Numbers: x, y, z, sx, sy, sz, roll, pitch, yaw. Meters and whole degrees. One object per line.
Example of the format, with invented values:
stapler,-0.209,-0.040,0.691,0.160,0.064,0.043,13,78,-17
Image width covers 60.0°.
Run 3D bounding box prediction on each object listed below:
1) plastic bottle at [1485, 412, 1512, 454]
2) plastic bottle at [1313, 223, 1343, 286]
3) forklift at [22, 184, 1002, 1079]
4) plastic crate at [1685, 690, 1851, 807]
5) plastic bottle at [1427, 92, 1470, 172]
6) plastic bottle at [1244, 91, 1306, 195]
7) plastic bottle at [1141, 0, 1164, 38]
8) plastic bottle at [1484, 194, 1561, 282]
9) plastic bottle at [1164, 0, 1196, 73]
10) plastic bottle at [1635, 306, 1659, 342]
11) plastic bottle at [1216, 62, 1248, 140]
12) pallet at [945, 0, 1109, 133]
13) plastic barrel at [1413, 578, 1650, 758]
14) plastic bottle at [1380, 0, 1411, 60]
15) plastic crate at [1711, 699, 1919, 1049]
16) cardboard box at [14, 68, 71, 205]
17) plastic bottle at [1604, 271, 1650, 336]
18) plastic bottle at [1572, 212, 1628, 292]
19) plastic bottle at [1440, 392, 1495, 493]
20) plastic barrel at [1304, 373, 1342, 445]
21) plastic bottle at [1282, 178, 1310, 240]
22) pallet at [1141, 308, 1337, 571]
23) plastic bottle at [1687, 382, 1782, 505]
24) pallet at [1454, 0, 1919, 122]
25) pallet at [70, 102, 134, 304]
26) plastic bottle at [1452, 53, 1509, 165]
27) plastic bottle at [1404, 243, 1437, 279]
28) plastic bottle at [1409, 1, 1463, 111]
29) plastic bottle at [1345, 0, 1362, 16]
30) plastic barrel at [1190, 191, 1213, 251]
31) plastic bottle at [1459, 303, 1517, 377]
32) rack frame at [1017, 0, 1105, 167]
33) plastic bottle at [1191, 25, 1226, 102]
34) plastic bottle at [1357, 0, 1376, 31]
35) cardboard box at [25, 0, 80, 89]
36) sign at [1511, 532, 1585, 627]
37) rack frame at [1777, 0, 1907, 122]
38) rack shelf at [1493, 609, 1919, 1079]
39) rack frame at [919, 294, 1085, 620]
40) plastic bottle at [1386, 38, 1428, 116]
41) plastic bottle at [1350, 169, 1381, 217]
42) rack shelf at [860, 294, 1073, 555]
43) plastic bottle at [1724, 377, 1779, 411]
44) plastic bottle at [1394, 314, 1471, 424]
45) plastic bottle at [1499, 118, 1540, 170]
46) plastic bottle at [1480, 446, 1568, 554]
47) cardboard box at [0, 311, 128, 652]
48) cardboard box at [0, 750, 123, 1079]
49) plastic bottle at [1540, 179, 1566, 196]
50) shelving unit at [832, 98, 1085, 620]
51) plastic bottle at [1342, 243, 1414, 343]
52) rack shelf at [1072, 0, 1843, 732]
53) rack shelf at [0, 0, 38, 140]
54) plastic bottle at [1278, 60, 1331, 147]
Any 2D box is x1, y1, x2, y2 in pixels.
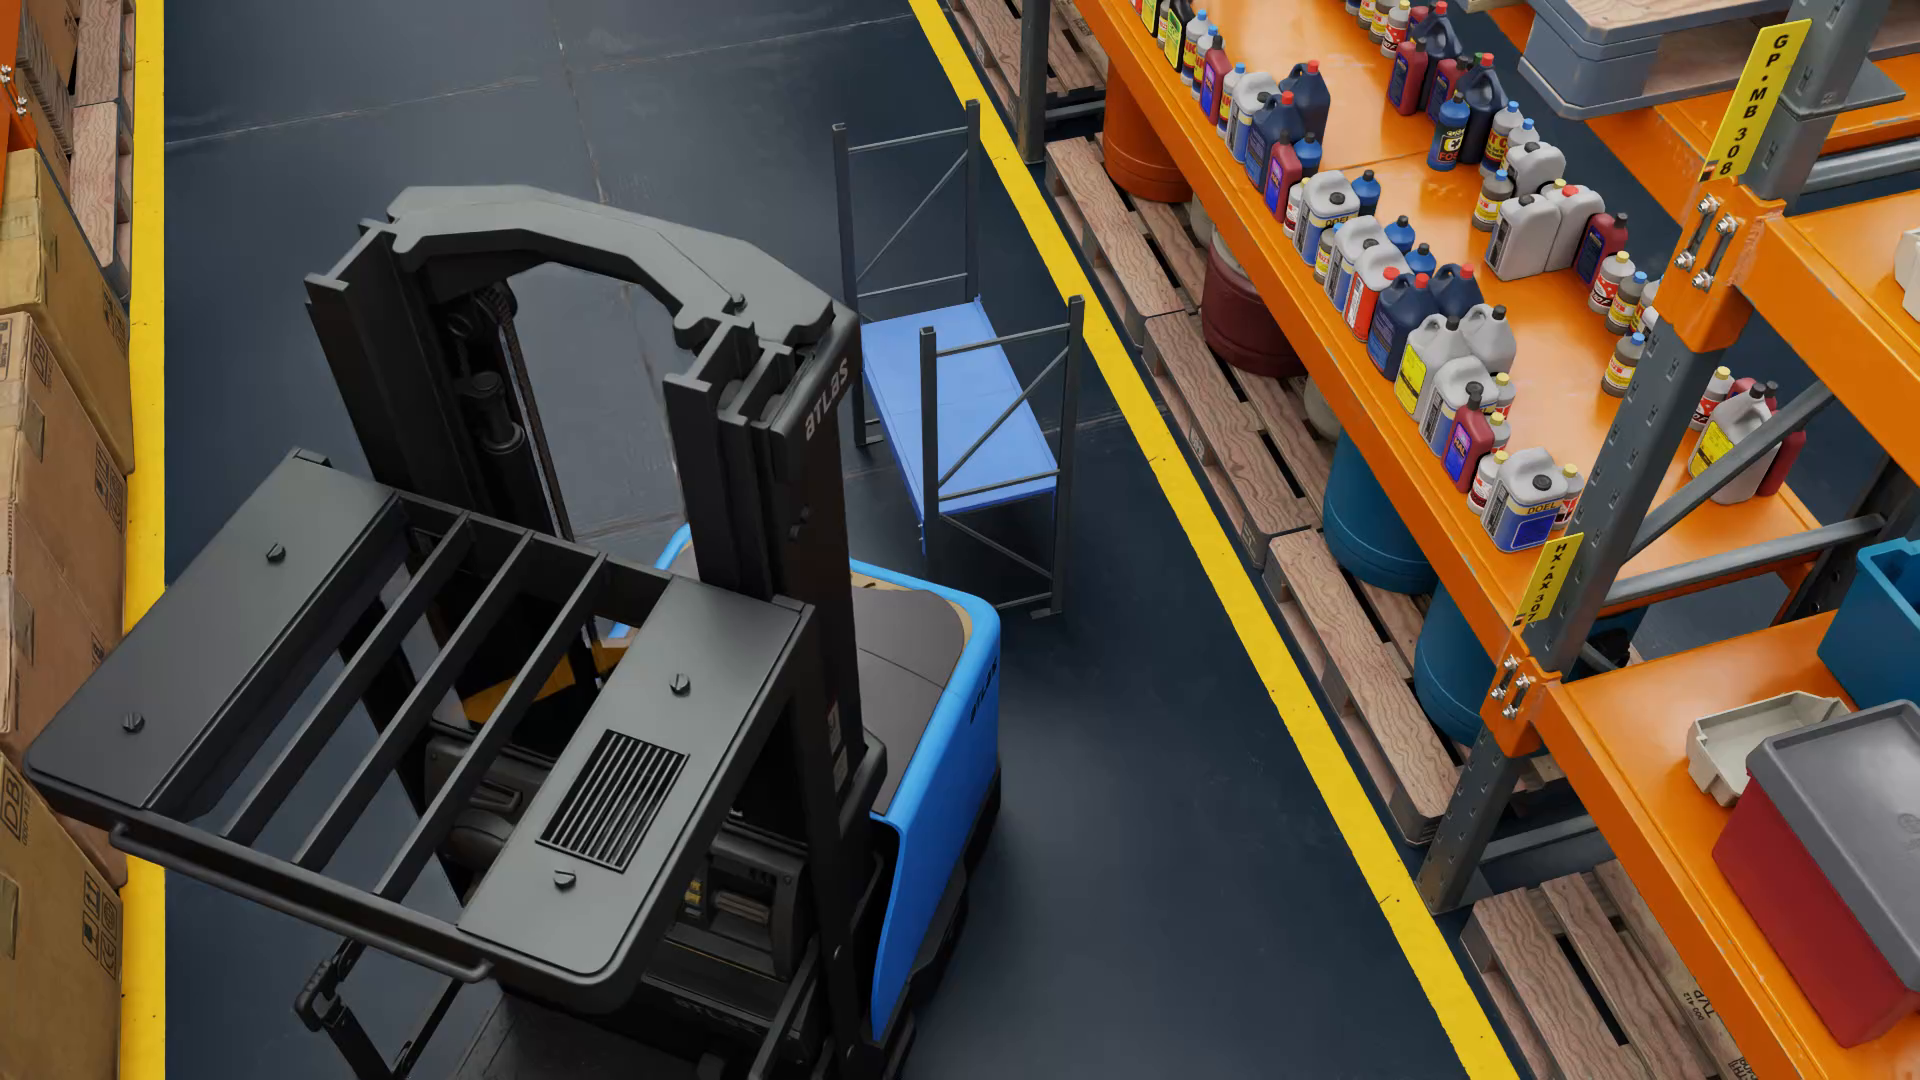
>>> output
plastic bottle,1.479,-0.275,4.650,0.097,0.201,0.097,0,50,0
plastic bottle,1.163,-0.897,5.174,0.097,0.201,0.097,0,50,0
forklift,-0.866,0.849,3.618,1.130,2.935,3.031,16,52,13
plastic crate,1.947,0.503,3.997,0.396,0.136,0.243,-13,51,-11
plastic bottle,1.627,-1.363,5.522,0.097,0.271,0.097,0,50,0
plastic bottle,1.036,-1.320,5.434,0.144,0.351,0.185,-13,51,-11
plastic bottle,0.715,-1.983,6.036,0.061,0.283,0.133,-13,51,-11
plastic bottle,1.754,-0.961,5.179,0.152,0.276,0.135,-13,51,-11
plastic bottle,0.783,-1.815,5.894,0.061,0.283,0.133,-13,51,-11
plastic bottle,2.065,-0.586,4.863,0.152,0.276,0.135,-13,51,-11
plastic bottle,0.932,-1.491,5.629,0.097,0.271,0.097,0,50,0
pallet,0.571,-2.532,8.246,1.003,0.211,1.213,-13,51,-11
plastic barrel,1.801,0.205,5.213,0.600,0.901,0.708,-13,51,-11
plastic bottle,1.577,-1.838,5.968,0.097,0.201,0.097,0,50,0
plastic crate,1.971,0.734,3.588,0.402,0.464,0.583,-13,51,-11
cardboard box,-4.185,-1.557,6.948,0.700,0.500,0.500,-16,52,-13
plastic bottle,2.028,-0.724,5.028,0.097,0.201,0.097,0,50,0
plastic bottle,1.983,-0.910,5.131,0.061,0.283,0.133,-13,51,-11
plastic bottle,1.409,-0.270,4.592,0.061,0.283,0.133,-13,51,-11
plastic barrel,1.510,-0.619,6.162,0.421,0.512,0.421,0,50,0
plastic bottle,1.095,-1.067,5.317,0.097,0.201,0.097,0,50,0
pallet,1.393,-0.501,6.535,1.003,0.211,1.213,-13,51,-11
plastic bottle,2.140,-0.278,4.555,0.144,0.351,0.185,-13,51,-11
pallet,1.621,-1.391,3.622,1.213,0.211,1.003,-13,51,-11
pallet,-4.198,-1.408,7.299,1.003,0.211,1.213,-13,51,-11
plastic bottle,1.730,-1.448,5.541,0.144,0.351,0.185,-13,51,-11
plastic bottle,1.377,-0.785,5.034,0.097,0.271,0.097,0,50,0
plastic bottle,1.636,-1.681,5.737,0.144,0.351,0.185,-13,51,-11
plastic bottle,1.490,-2.074,6.121,0.097,0.271,0.097,0,50,0
plastic barrel,1.177,-1.444,6.858,0.421,0.512,0.421,0,50,0
plastic bottle,1.499,-0.549,4.783,0.144,0.351,0.185,-13,51,-11
rack frame,0.763,-2.856,6.696,1.000,3.000,0.127,-13,51,-11
plastic bottle,0.864,-1.659,5.771,0.097,0.271,0.097,0,50,0
plastic bottle,1.519,-1.980,6.088,0.097,0.201,0.097,0,50,0
cardboard box,-4.536,-2.372,7.635,0.700,0.500,0.500,-9,51,-8
sign,1.420,0.099,4.023,0.100,0.325,0.005,-13,51,-11
rack frame,1.946,-1.868,1.939,1.000,3.000,0.127,-13,51,-11
rack shelf,2.538,1.758,3.276,1.077,0.370,4.000,-13,51,-11
rack frame,0.125,-0.174,5.416,0.500,1.500,0.032,-13,51,-11
plastic bottle,1.545,-1.617,5.728,0.061,0.283,0.133,-13,51,-11
plastic bottle,1.269,-1.052,5.259,0.097,0.271,0.097,0,50,0
rack shelf,-0.025,-0.430,5.867,0.538,0.185,1.000,-13,51,-11
plastic bottle,2.206,-0.359,4.667,0.061,0.283,0.133,-13,51,-11
plastic bottle,1.362,-0.516,4.755,0.144,0.351,0.185,-13,51,-11
plastic bottle,1.823,-1.254,5.429,0.097,0.271,0.097,0,50,0
plastic bottle,1.521,-0.109,4.461,0.152,0.276,0.135,-13,51,-11
cardboard box,-3.528,-0.025,5.424,1.225,0.875,0.875,-13,51,-11
cardboard box,-2.994,1.272,4.331,1.225,0.875,0.875,-13,51,-11
plastic bottle,1.891,-1.062,5.313,0.097,0.201,0.097,0,50,0
shelving unit,-0.025,-0.546,5.729,0.538,1.500,1.048,-13,51,-11
plastic bottle,1.264,-0.744,4.997,0.152,0.276,0.135,-13,51,-11
rack shelf,1.355,-1.163,5.739,1.077,0.370,4.000,-13,51,-11
rack shelf,-4.560,-2.965,7.258,1.077,0.370,4.000,-13,51,-11
plastic bottle,1.141,-1.453,5.545,0.144,0.351,0.185,-13,51,-11
